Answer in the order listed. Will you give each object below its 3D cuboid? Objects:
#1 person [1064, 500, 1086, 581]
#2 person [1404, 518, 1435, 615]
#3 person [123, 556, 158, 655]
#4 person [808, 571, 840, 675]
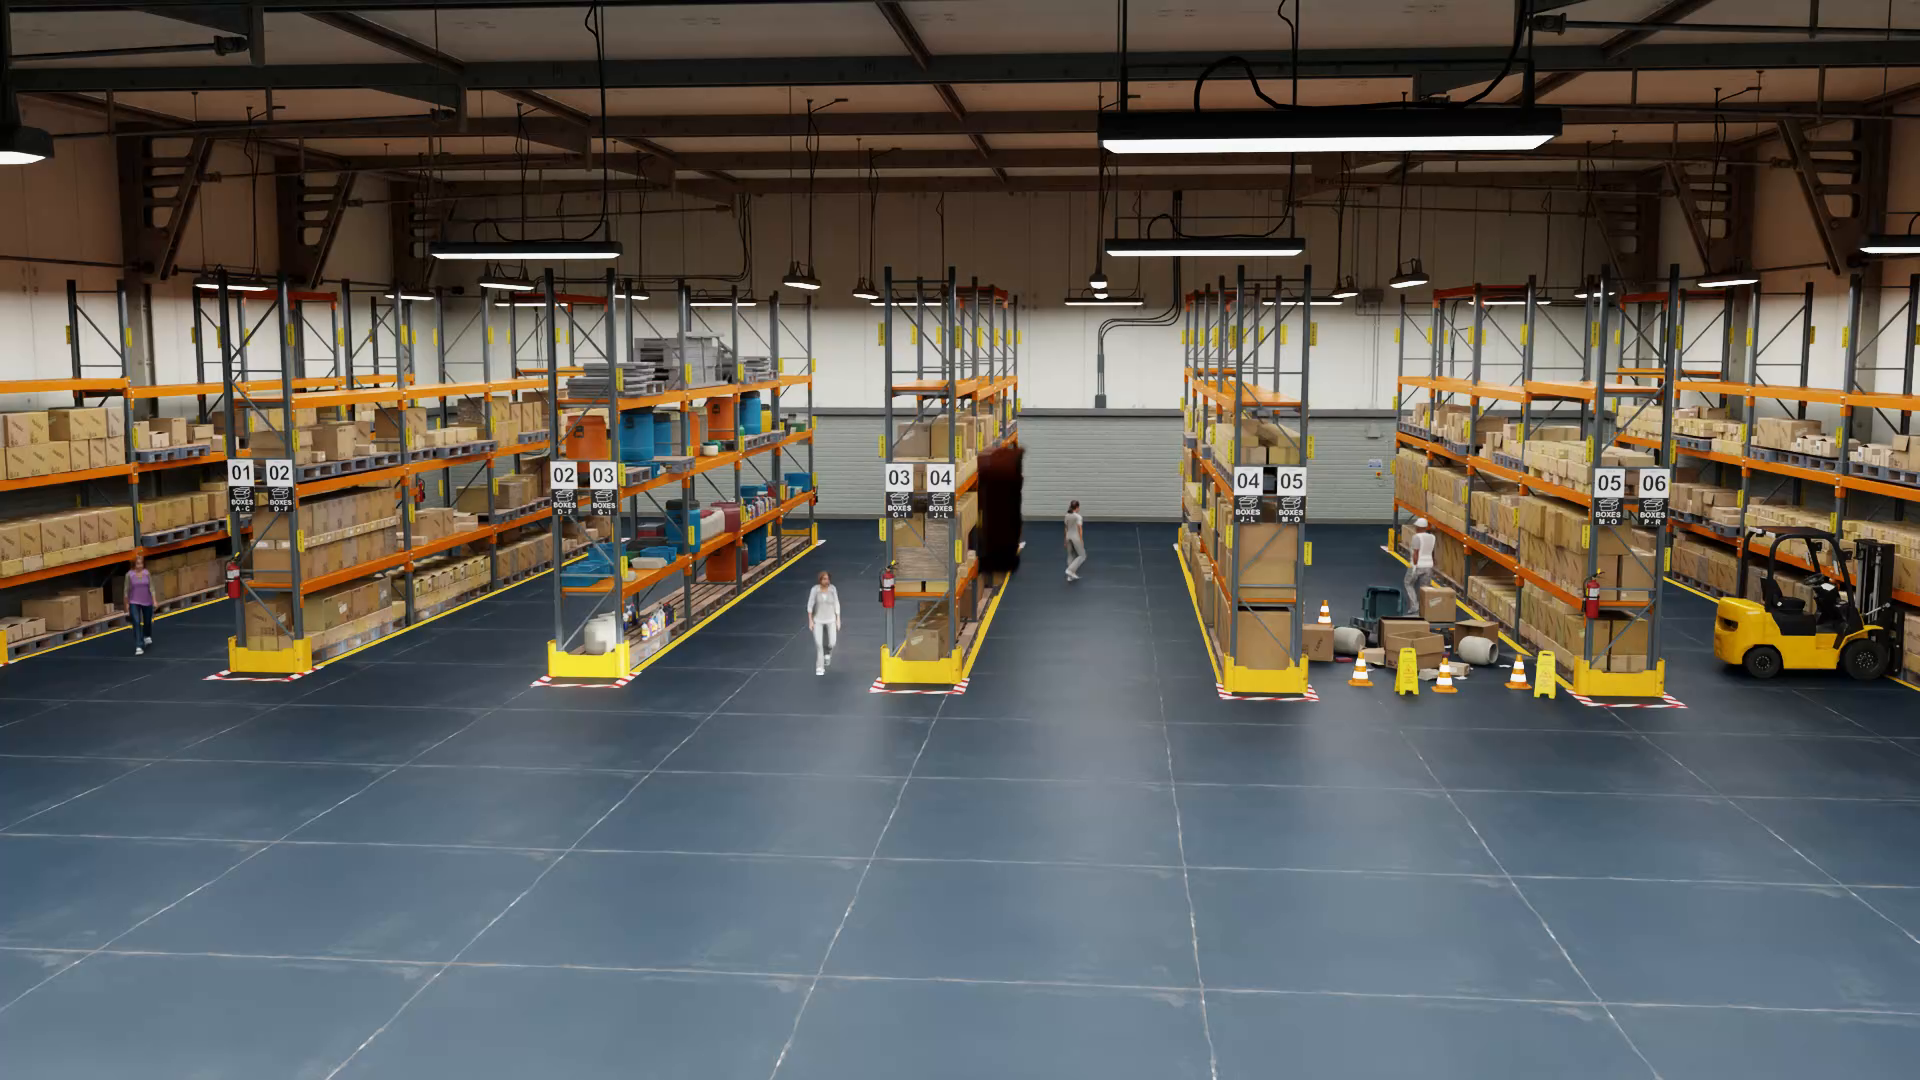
[{"bbox_3d":[2.302,0.021,34.208,0.510,1.671,0.494,-6,9,-43],"label":"person"},{"bbox_3d":[8.286,0.489,29.807,0.559,1.762,0.512,-2,7,-16],"label":"person"},{"bbox_3d":[-13.079,1.000,26.534,0.477,1.538,0.988,-4,8,-27],"label":"person"},{"bbox_3d":[-2.043,1.216,24.909,0.481,1.577,0.517,-1,7,-8],"label":"person"}]
